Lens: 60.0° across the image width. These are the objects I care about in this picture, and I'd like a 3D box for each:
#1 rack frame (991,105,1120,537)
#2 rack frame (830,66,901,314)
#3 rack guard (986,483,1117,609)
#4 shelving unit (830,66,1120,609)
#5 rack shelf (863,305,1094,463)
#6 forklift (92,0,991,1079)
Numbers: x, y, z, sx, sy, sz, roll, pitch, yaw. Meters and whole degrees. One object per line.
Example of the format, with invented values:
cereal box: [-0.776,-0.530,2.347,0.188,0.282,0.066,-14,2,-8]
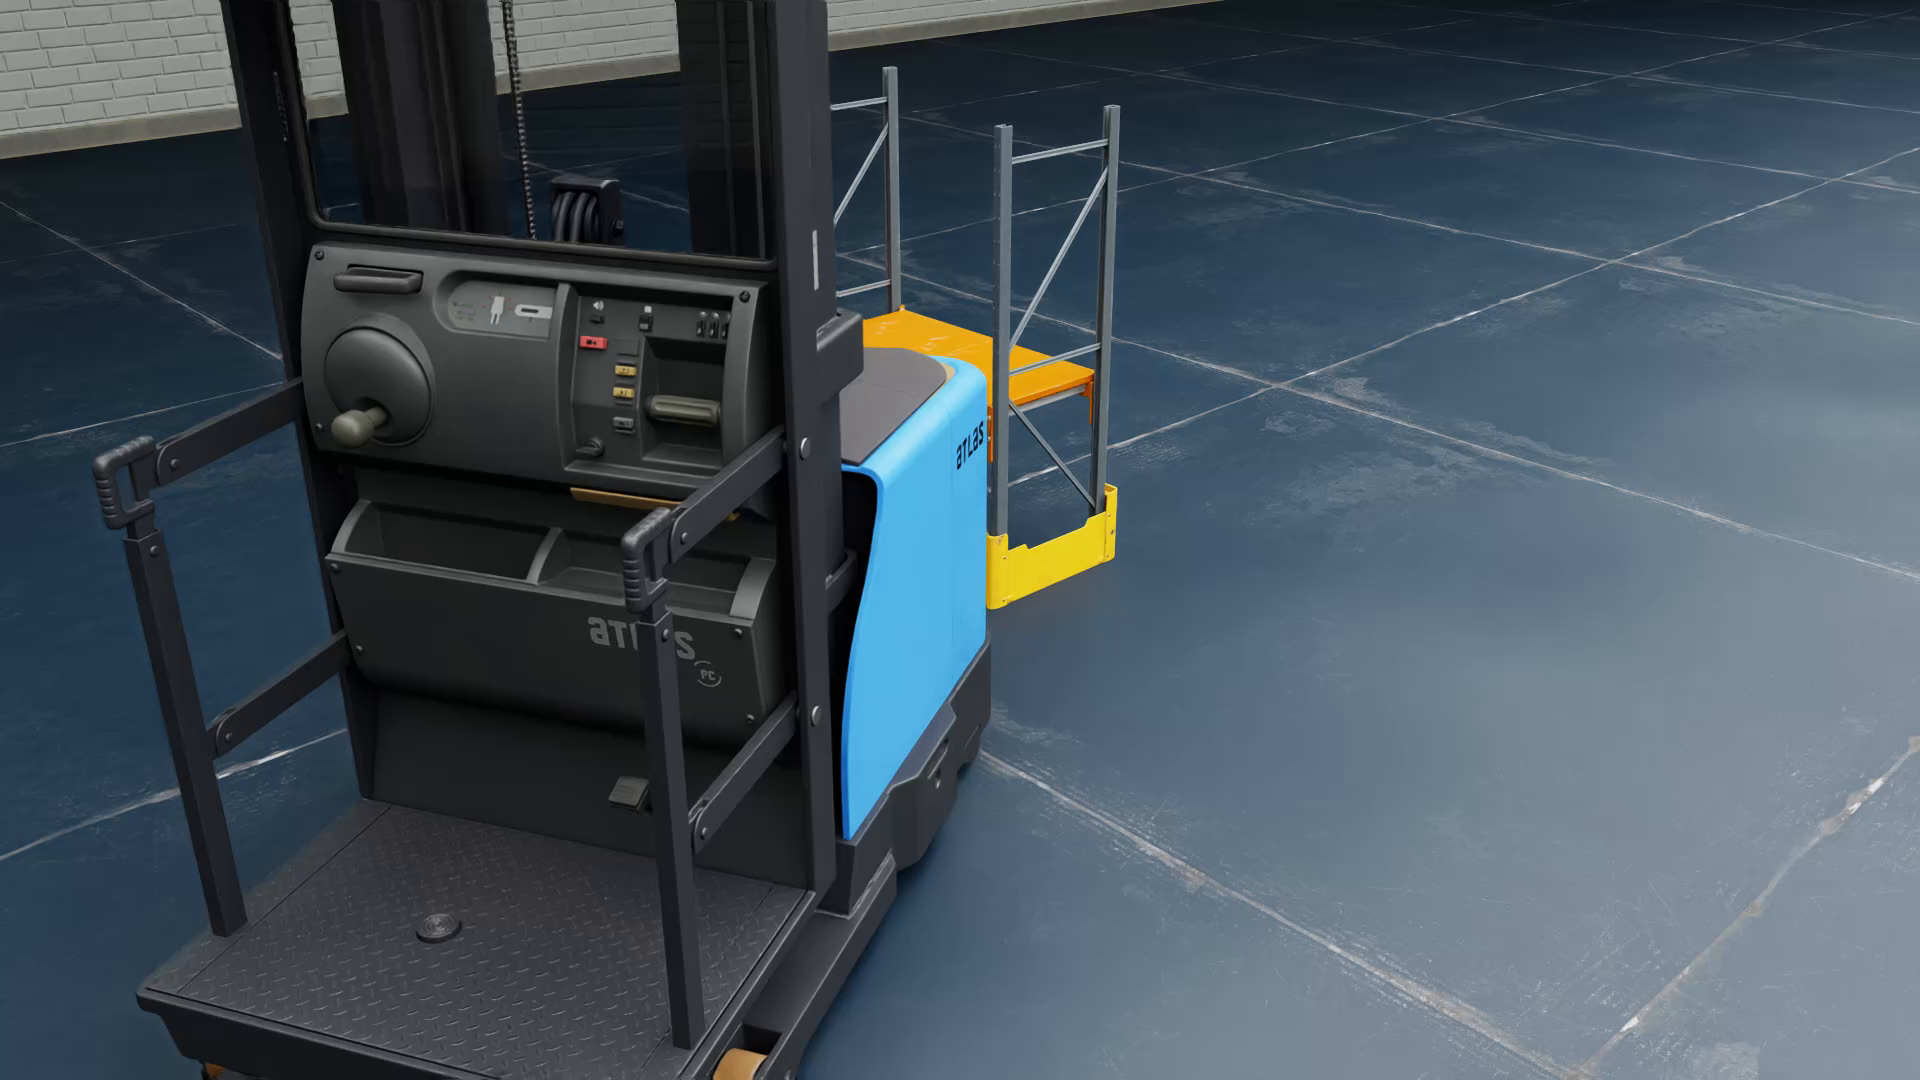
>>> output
rack frame: [0.289,-0.554,5.158,0.500,1.500,0.032,-21,32,-38]
rack frame: [-0.406,-0.862,5.833,0.500,1.500,0.032,-21,32,-38]
rack guard: [0.288,0.014,5.418,0.587,0.250,0.087,-21,32,-38]
shelving unit: [-0.052,-0.705,5.489,0.587,1.500,1.083,-21,32,-38]
rack shelf: [-0.058,-0.545,5.570,0.538,0.185,1.000,-21,32,-38]
forklift: [-0.865,-0.291,2.857,1.130,2.935,3.031,8,26,17]
